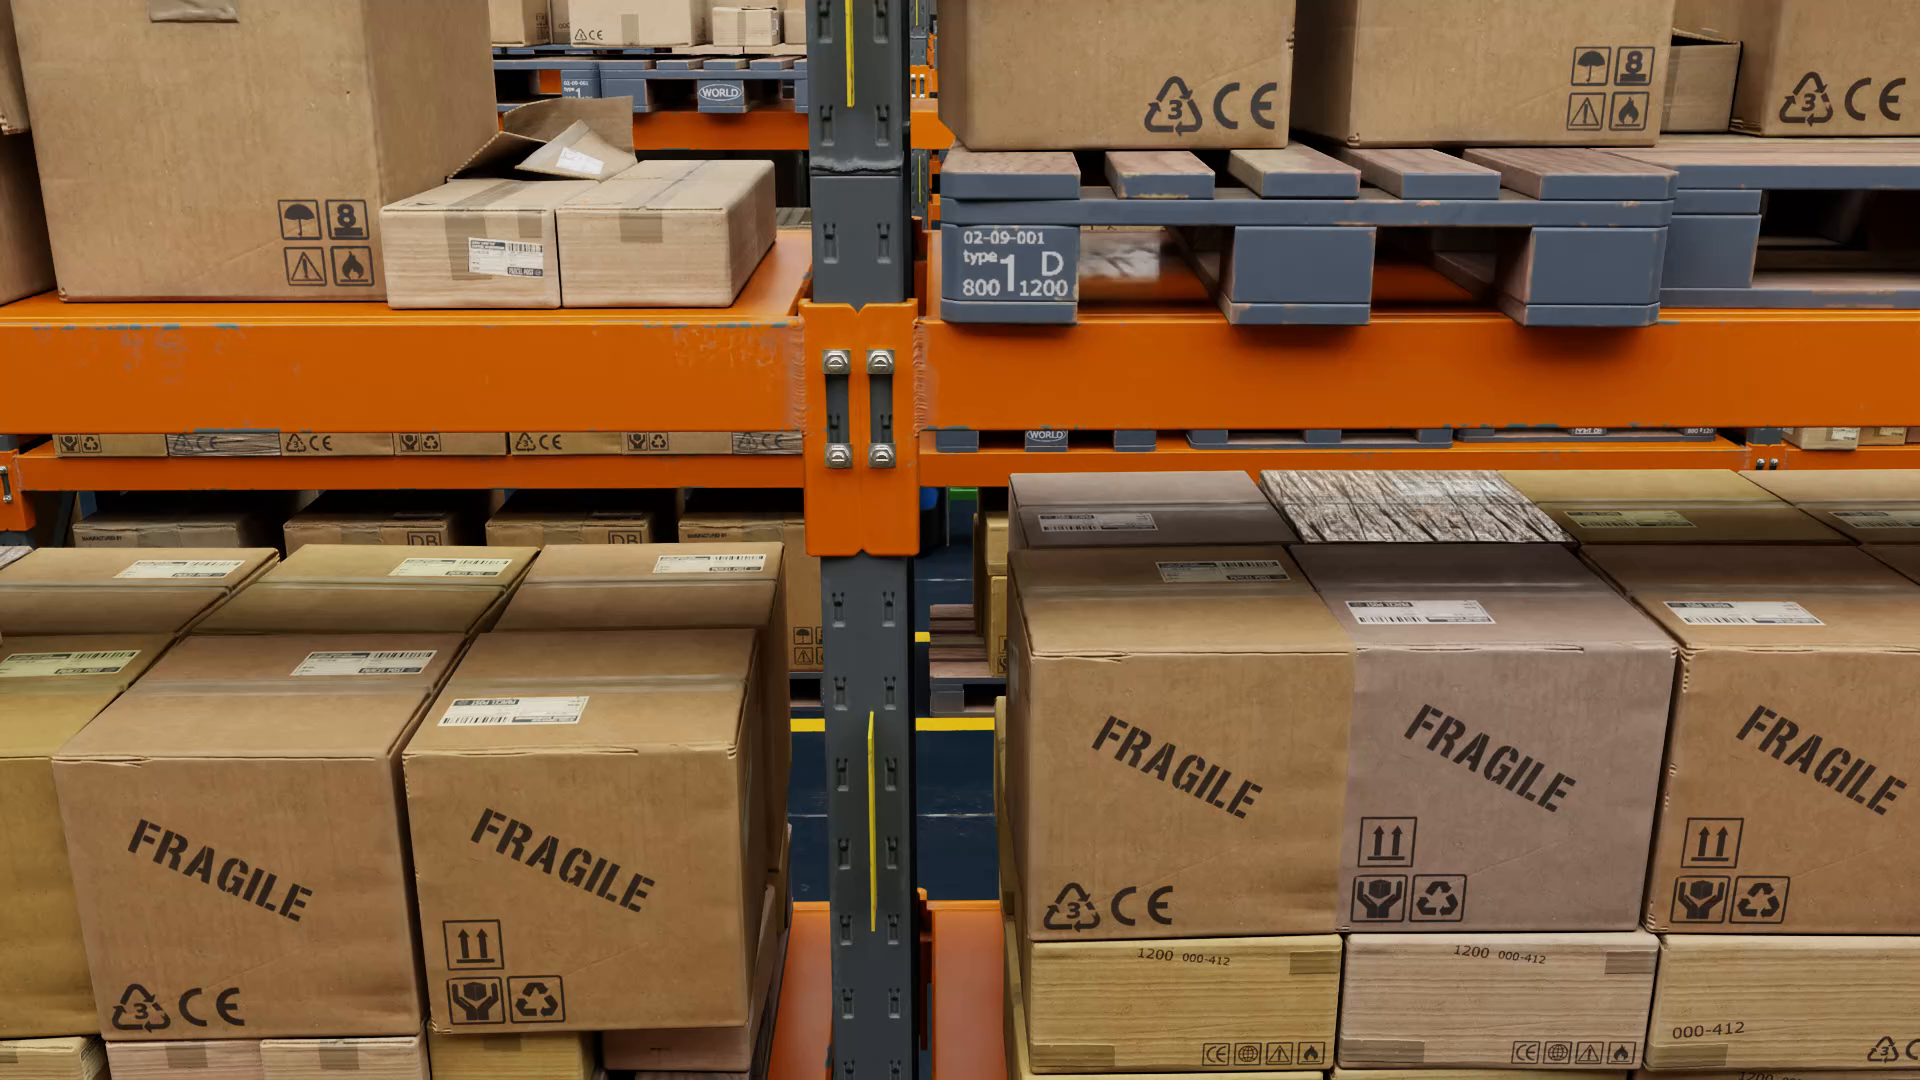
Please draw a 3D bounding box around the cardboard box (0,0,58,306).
[{"bbox_3d":[-1.676,-0.685,2.691,0.637,0.503,0.797,0,18,-1],"label":"cardboard box"}]

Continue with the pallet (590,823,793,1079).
[{"bbox_3d":[-0.862,0.904,3.132,1.003,0.211,1.213,0,18,-1],"label":"pallet"}]

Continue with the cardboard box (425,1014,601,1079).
[{"bbox_3d":[-0.742,0.793,2.888,0.250,0.149,0.380,0,18,0],"label":"cardboard box"}]

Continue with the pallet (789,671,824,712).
[{"bbox_3d":[-1.120,0.574,8.412,1.213,0.211,1.003,0,18,-1],"label":"pallet"}]

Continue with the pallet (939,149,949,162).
[{"bbox_3d":[0.216,-5.209,22.188,1.003,0.211,1.213,0,18,-1],"label":"pallet"}]

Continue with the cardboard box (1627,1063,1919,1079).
[{"bbox_3d":[1.380,0.914,3.033,0.500,0.250,0.500,0,18,1],"label":"cardboard box"}]

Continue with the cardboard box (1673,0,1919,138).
[{"bbox_3d":[1.606,-0.996,2.980,0.500,0.500,0.500,0,18,0],"label":"cardboard box"}]

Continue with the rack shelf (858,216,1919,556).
[{"bbox_3d":[1.849,-0.319,2.897,4.000,0.370,1.077,0,18,-1],"label":"rack shelf"}]

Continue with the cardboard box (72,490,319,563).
[{"bbox_3d":[-3.711,0.126,8.241,0.750,0.750,1.050,0,18,-1],"label":"cardboard box"}]

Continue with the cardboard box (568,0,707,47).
[{"bbox_3d":[-1.371,-2.271,7.101,0.500,0.311,0.500,0,18,-1],"label":"cardboard box"}]

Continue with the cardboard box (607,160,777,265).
[{"bbox_3d":[-0.469,-0.582,2.952,0.250,0.149,0.380,0,18,-1],"label":"cardboard box"}]

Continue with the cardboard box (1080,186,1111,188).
[{"bbox_3d":[1.075,-2.776,12.485,0.637,0.503,0.797,0,18,0],"label":"cardboard box"}]

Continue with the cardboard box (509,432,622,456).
[{"bbox_3d":[-1.775,-0.694,7.635,0.500,0.500,0.500,-1,18,-2],"label":"cardboard box"}]

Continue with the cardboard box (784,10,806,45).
[{"bbox_3d":[-0.667,-2.338,7.575,0.250,0.149,0.380,-1,18,-3],"label":"cardboard box"}]

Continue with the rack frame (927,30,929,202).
[{"bbox_3d":[-0.386,-3.763,17.366,0.127,3.000,1.000,0,18,-1],"label":"rack frame"}]

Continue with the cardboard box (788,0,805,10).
[{"bbox_3d":[-1.293,-3.879,11.837,0.500,0.500,0.500,0,18,-1],"label":"cardboard box"}]

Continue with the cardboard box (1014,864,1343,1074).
[{"bbox_3d":[0.359,0.683,2.934,0.500,0.250,0.500,0,18,-1],"label":"cardboard box"}]

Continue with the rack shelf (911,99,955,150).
[{"bbox_3d":[1.669,-1.830,7.608,4.000,0.370,1.077,0,18,-1],"label":"rack shelf"}]

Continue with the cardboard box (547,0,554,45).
[{"bbox_3d":[-2.072,-2.427,7.586,0.500,0.311,0.500,-1,18,-2],"label":"cardboard box"}]

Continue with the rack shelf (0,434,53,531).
[{"bbox_3d":[-6.330,-0.363,7.946,4.000,0.370,1.077,0,18,-1],"label":"rack shelf"}]

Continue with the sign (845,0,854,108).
[{"bbox_3d":[-0.145,-0.732,2.161,0.005,0.325,0.100,0,18,-1],"label":"sign"}]

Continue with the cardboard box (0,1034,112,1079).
[{"bbox_3d":[-1.520,0.813,2.827,0.250,0.149,0.380,0,18,0],"label":"cardboard box"}]

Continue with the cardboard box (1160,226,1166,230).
[{"bbox_3d":[1.710,-2.225,12.410,0.500,0.500,0.500,0,18,-1],"label":"cardboard box"}]

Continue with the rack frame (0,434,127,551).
[{"bbox_3d":[-4.330,-0.715,7.866,0.127,3.000,1.000,0,18,-1],"label":"rack frame"}]

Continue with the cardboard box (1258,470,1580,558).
[{"bbox_3d":[0.875,0.166,3.320,0.500,0.500,0.500,0,18,0],"label":"cardboard box"}]

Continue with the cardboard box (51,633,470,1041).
[{"bbox_3d":[-1.118,0.481,2.801,0.500,0.500,0.500,-1,18,-2],"label":"cardboard box"}]

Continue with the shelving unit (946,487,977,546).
[{"bbox_3d":[0.165,-0.572,10.367,0.503,1.200,0.258,0,18,-1],"label":"shelving unit"}]

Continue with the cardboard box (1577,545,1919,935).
[{"bbox_3d":[1.359,0.322,2.831,0.500,0.500,0.500,0,18,1],"label":"cardboard box"}]

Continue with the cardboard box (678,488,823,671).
[{"bbox_3d":[-0.941,0.112,8.282,0.750,0.750,1.050,-1,18,-2],"label":"cardboard box"}]

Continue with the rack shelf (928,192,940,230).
[{"bbox_3d":[1.614,-3.430,17.506,4.000,0.370,1.077,0,18,-1],"label":"rack shelf"}]

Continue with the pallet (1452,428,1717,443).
[{"bbox_3d":[2.903,-0.703,8.143,1.213,0.211,1.003,0,18,-1],"label":"pallet"}]

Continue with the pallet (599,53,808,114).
[{"bbox_3d":[-0.973,-2.054,7.437,1.003,0.211,1.213,1,18,2],"label":"pallet"}]

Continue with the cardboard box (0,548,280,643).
[{"bbox_3d":[-1.657,0.328,3.275,0.500,0.500,0.500,0,18,0],"label":"cardboard box"}]

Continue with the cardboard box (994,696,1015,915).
[{"bbox_3d":[0.329,0.530,3.411,0.500,0.250,0.500,0,18,-1],"label":"cardboard box"}]

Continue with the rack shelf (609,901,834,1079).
[{"bbox_3d":[-2.151,1.129,3.295,4.000,0.370,1.077,0,18,-1],"label":"rack shelf"}]

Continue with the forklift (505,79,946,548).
[{"bbox_3d":[-1.615,-1.473,10.340,3.031,2.935,1.130,1,18,4],"label":"forklift"}]

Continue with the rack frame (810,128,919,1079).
[{"bbox_3d":[-0.151,0.777,3.215,0.127,3.000,1.000,0,18,-1],"label":"rack frame"}]

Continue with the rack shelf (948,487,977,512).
[{"bbox_3d":[0.165,-0.283,10.460,0.480,0.148,0.258,0,18,-1],"label":"rack shelf"}]

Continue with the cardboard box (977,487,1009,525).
[{"bbox_3d":[0.349,-0.185,8.389,0.500,0.250,0.500,-1,18,-2],"label":"cardboard box"}]

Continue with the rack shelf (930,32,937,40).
[{"bbox_3d":[1.458,-7.884,26.480,4.000,0.370,1.077,0,18,-1],"label":"rack shelf"}]

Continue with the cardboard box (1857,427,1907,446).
[{"bbox_3d":[4.215,-0.560,7.792,0.250,0.149,0.380,0,18,1],"label":"cardboard box"}]

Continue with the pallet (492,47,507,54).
[{"bbox_3d":[-3.688,-3.540,12.069,1.003,0.211,1.213,0,18,-1],"label":"pallet"}]

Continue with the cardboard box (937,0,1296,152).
[{"bbox_3d":[0.223,-0.948,2.826,0.637,0.503,0.797,-1,18,-4],"label":"cardboard box"}]

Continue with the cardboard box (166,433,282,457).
[{"bbox_3d":[-3.295,-0.686,7.611,0.500,0.500,0.500,0,18,0],"label":"cardboard box"}]
